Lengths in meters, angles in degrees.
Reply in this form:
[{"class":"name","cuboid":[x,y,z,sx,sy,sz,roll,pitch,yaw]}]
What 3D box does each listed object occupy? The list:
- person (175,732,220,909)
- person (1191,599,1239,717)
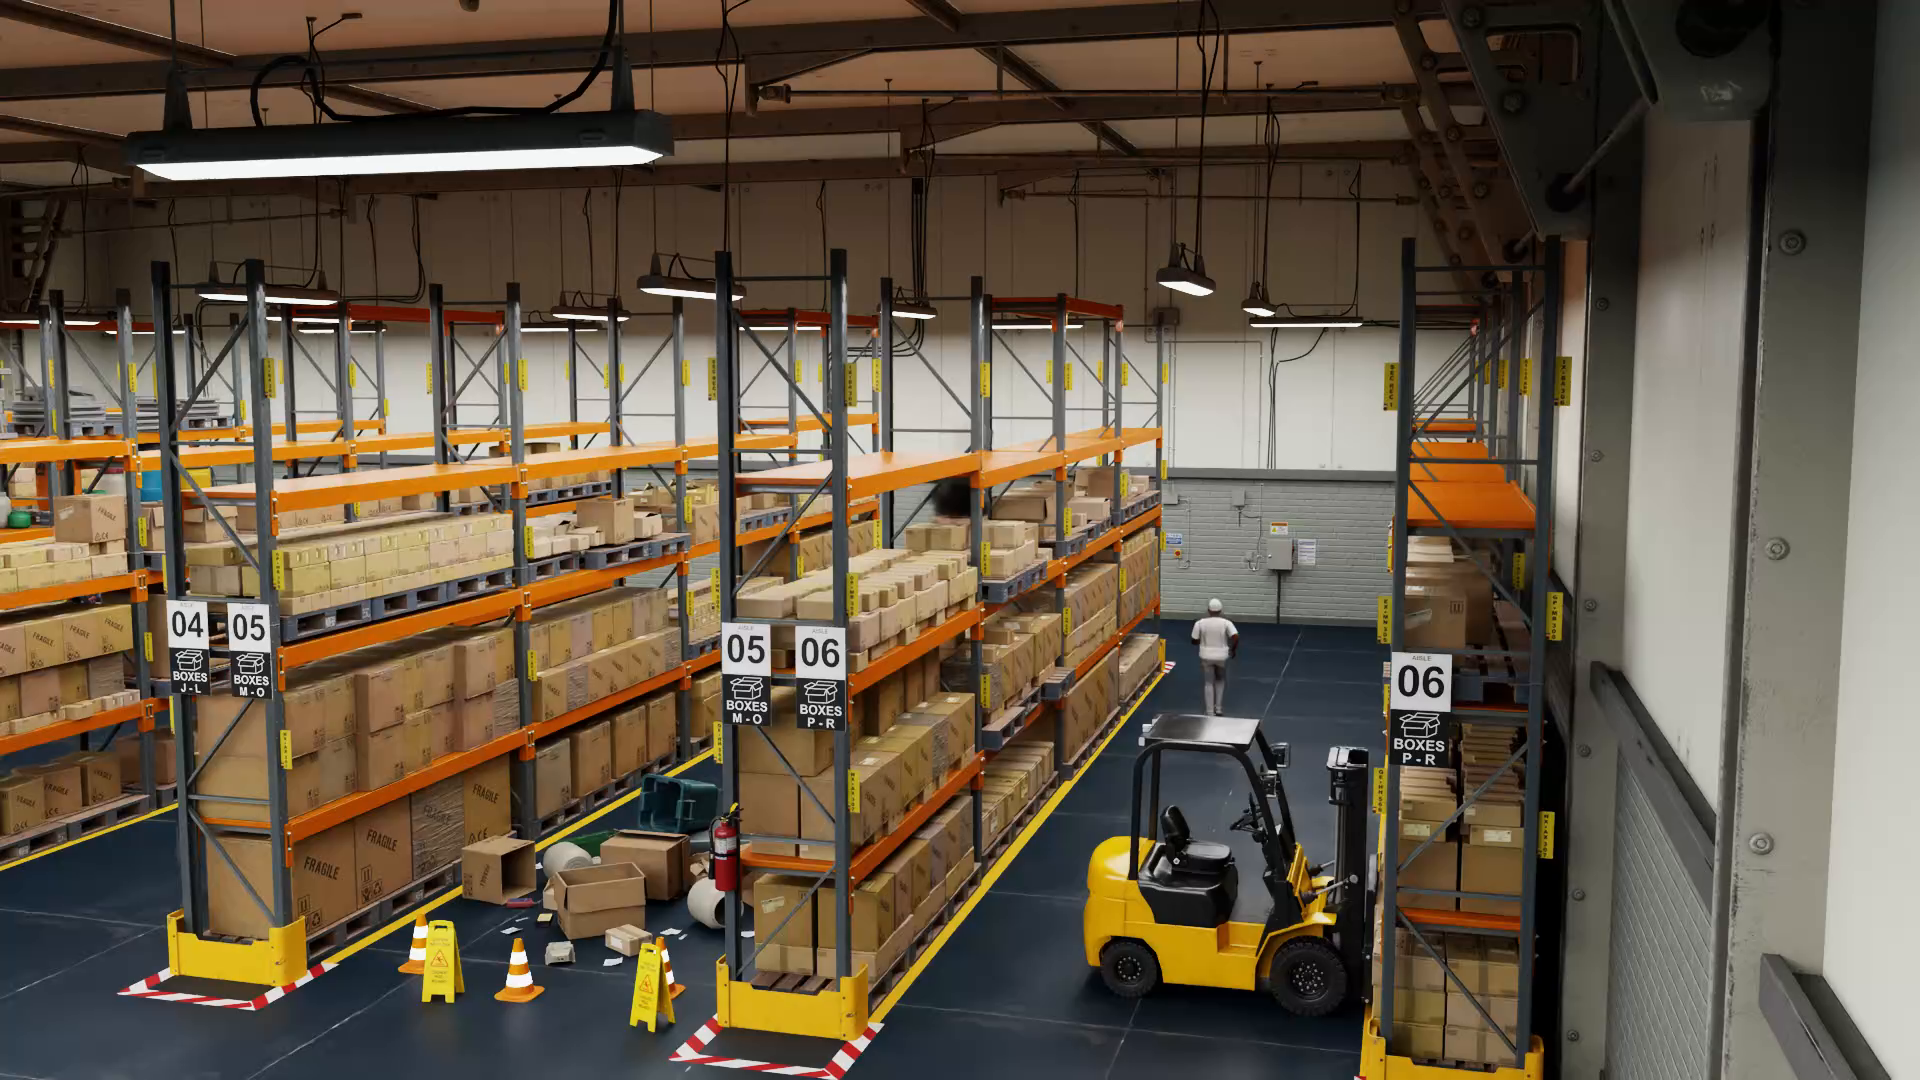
[{"class":"person","cuboid":[-7.256,2.669,15.984,0.555,1.716,0.755,1,6,8]},{"class":"person","cuboid":[3.675,1.755,24.034,0.675,1.830,0.722,1,6,6]}]
